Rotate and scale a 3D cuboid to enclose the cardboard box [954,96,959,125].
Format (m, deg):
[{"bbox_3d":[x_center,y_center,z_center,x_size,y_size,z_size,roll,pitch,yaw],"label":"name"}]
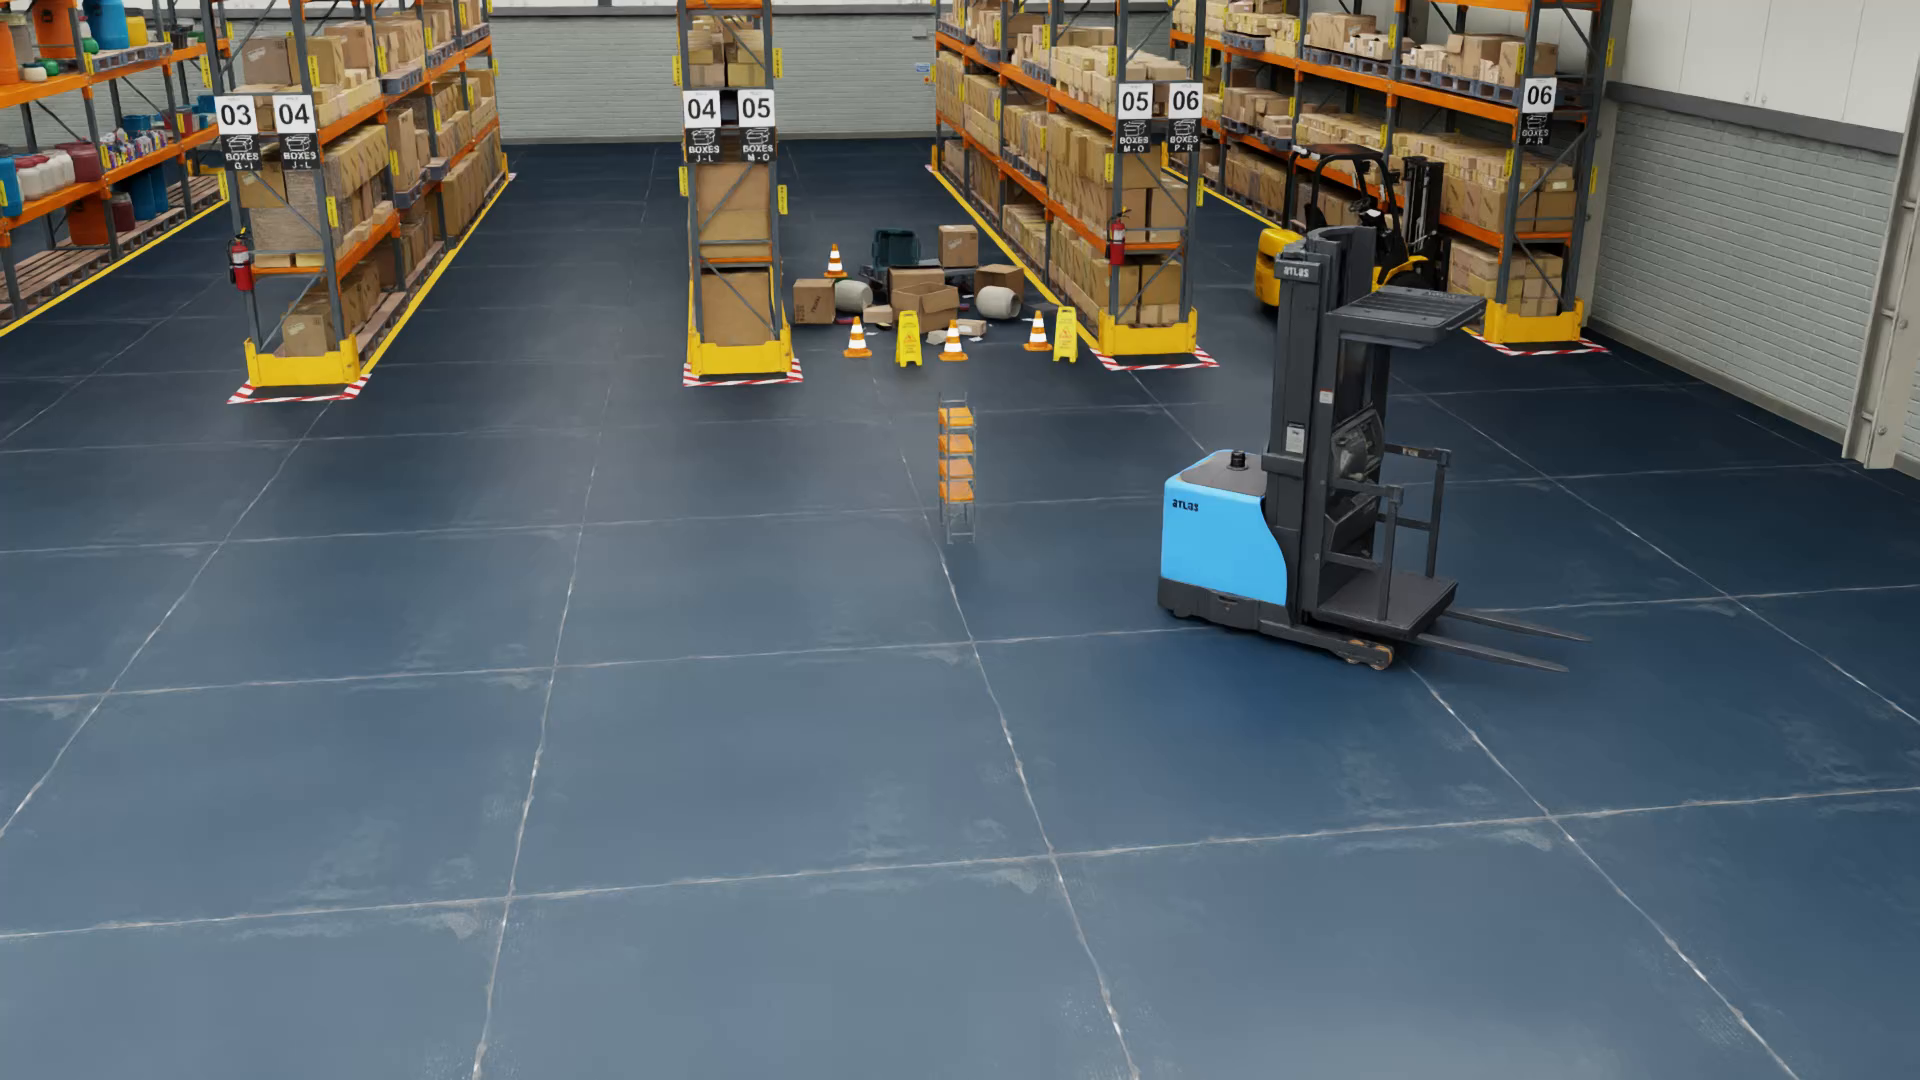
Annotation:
[{"bbox_3d":[0.178,-8.232,31.827,0.500,0.500,0.500,-3,21,-9],"label":"cardboard box"}]

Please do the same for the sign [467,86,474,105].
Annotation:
[{"bbox_3d":[-8.694,-7.896,29.528,0.100,0.325,0.005,-3,21,-8],"label":"sign"}]

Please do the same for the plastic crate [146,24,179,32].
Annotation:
[{"bbox_3d":[-14.759,-9.328,30.707,0.504,0.338,0.767,-3,21,-8],"label":"plastic crate"}]

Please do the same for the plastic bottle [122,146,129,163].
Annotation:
[{"bbox_3d":[-13.420,-6.193,26.693,0.097,0.271,0.097,0,20,0],"label":"plastic bottle"}]

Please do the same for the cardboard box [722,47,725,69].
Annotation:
[{"bbox_3d":[-3.414,-6.620,22.838,0.500,0.250,0.500,-3,21,-7],"label":"cardboard box"}]

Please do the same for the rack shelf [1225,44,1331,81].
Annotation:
[{"bbox_3d":[5.777,-8.487,29.394,1.077,0.370,4.000,-3,21,-8],"label":"rack shelf"}]

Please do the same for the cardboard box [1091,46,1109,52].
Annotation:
[{"bbox_3d":[1.992,-6.652,22.672,0.380,0.149,0.250,-2,21,-7],"label":"cardboard box"}]

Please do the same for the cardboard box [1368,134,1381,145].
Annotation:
[{"bbox_3d":[6.334,-5.975,24.857,0.380,0.149,0.250,-3,21,-8],"label":"cardboard box"}]

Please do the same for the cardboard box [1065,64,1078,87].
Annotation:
[{"bbox_3d":[1.666,-6.046,21.618,0.500,0.250,0.500,-3,21,-7],"label":"cardboard box"}]

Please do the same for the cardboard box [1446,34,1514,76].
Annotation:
[{"bbox_3d":[6.818,-6.359,21.777,0.797,0.503,0.637,-2,21,-6],"label":"cardboard box"}]

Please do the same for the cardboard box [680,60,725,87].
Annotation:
[{"bbox_3d":[-2.924,-5.294,18.861,0.500,0.250,0.500,-3,21,-7],"label":"cardboard box"}]

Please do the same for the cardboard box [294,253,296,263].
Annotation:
[{"bbox_3d":[-7.781,-3.262,19.023,0.380,0.149,0.250,-3,21,-8],"label":"cardboard box"}]

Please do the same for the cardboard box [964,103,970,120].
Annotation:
[{"bbox_3d":[0.361,-7.857,30.466,0.500,0.250,0.500,-4,21,-9],"label":"cardboard box"}]

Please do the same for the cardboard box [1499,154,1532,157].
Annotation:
[{"bbox_3d":[7.241,-4.933,21.642,0.380,0.149,0.250,-2,21,-6],"label":"cardboard box"}]

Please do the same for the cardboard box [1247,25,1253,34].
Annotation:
[{"bbox_3d":[5.315,-9.077,29.561,0.380,0.149,0.250,-2,21,-6],"label":"cardboard box"}]

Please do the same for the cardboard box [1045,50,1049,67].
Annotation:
[{"bbox_3d":[1.503,-6.816,23.507,0.500,0.250,0.500,-3,21,-9],"label":"cardboard box"}]

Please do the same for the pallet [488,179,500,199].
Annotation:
[{"bbox_3d":[-9.441,-6.744,31.972,1.003,0.211,1.213,-3,21,-8],"label":"pallet"}]

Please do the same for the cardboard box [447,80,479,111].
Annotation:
[{"bbox_3d":[-9.109,-8.130,30.414,0.500,0.500,0.500,-3,21,-8],"label":"cardboard box"}]

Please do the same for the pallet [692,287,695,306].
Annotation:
[{"bbox_3d":[-3.121,-3.232,22.567,1.003,0.211,1.213,-3,21,-8],"label":"pallet"}]

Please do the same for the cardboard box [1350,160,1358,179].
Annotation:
[{"bbox_3d":[6.232,-5.606,25.154,0.500,0.250,0.500,-3,21,-8],"label":"cardboard box"}]

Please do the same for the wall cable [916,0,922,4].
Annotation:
[{"bbox_3d":[-1.098,-14.010,38.866,0.463,3.000,0.029,-3,21,-8],"label":"wall cable"}]

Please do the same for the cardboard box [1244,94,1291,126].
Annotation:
[{"bbox_3d":[5.524,-7.725,29.869,0.700,0.500,0.500,-3,21,-8],"label":"cardboard box"}]

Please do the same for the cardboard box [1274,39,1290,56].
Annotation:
[{"bbox_3d":[5.677,-8.401,28.349,0.500,0.250,0.500,-3,21,-8],"label":"cardboard box"}]

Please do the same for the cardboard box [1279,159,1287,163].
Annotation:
[{"bbox_3d":[6.055,-6.882,30.401,0.380,0.149,0.250,-3,21,-7],"label":"cardboard box"}]

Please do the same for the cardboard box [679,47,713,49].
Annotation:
[{"bbox_3d":[-2.996,-5.511,18.873,0.380,0.149,0.250,-3,21,-7],"label":"cardboard box"}]

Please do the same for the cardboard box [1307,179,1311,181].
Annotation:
[{"bbox_3d":[6.230,-6.083,29.189,0.500,0.500,0.500,-3,21,-8],"label":"cardboard box"}]

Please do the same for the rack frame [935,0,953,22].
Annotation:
[{"bbox_3d":[0.000,-12.055,33.631,1.000,3.000,0.127,-3,21,-8],"label":"rack frame"}]

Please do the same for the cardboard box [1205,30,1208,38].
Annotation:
[{"bbox_3d":[4.999,-9.953,32.650,0.380,0.149,0.250,-3,21,-7],"label":"cardboard box"}]

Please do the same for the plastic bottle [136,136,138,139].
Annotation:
[{"bbox_3d":[-13.749,-6.616,27.826,0.097,0.271,0.097,0,20,0],"label":"plastic bottle"}]

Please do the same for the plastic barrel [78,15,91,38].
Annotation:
[{"bbox_3d":[-13.959,-7.997,26.259,0.433,0.535,0.433,0,20,0],"label":"plastic barrel"}]

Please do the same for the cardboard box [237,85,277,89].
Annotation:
[{"bbox_3d":[-7.978,-5.078,18.883,0.380,0.149,0.250,-3,21,-7],"label":"cardboard box"}]

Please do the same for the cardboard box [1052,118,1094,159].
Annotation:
[{"bbox_3d":[1.631,-5.403,22.399,0.700,0.500,0.500,-3,21,-7],"label":"cardboard box"}]

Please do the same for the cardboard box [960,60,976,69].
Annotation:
[{"bbox_3d":[0.206,-9.040,31.633,0.380,0.149,0.250,-3,21,-8],"label":"cardboard box"}]

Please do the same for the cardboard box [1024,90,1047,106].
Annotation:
[{"bbox_3d":[1.324,-7.173,27.563,0.500,0.500,0.500,-4,21,-10],"label":"cardboard box"}]

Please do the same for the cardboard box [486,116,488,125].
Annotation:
[{"bbox_3d":[-9.209,-7.991,31.684,0.380,0.149,0.250,-3,21,-7],"label":"cardboard box"}]

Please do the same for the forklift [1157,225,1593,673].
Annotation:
[{"bbox_3d":[3.017,-0.666,11.811,3.031,2.935,1.130,13,24,31],"label":"forklift"}]

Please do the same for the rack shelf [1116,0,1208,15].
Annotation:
[{"bbox_3d":[2.018,-6.869,20.780,1.077,0.370,4.000,-3,21,-8],"label":"rack shelf"}]

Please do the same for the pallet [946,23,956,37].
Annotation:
[{"bbox_3d":[0.297,-9.929,32.352,1.003,0.211,1.213,-3,21,-8],"label":"pallet"}]

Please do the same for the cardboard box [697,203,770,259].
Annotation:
[{"bbox_3d":[-2.675,-3.617,19.398,0.875,0.550,0.550,-3,21,-8],"label":"cardboard box"}]

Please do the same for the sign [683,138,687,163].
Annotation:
[{"bbox_3d":[-3.689,-5.280,22.524,0.100,0.325,0.005,-3,21,-8],"label":"sign"}]

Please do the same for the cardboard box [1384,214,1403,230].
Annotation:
[{"bbox_3d":[6.401,-4.535,23.973,0.500,0.250,0.500,-3,21,-9],"label":"cardboard box"}]

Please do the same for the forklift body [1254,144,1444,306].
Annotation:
[{"bbox_3d":[5.139,-4.124,22.183,2.313,2.155,1.214,-3,21,-8],"label":"forklift body"}]

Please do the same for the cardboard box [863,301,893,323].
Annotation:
[{"bbox_3d":[-1.083,-3.022,21.928,0.396,0.266,0.258,1,20,2],"label":"cardboard box"}]

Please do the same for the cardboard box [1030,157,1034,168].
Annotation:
[{"bbox_3d":[1.249,-5.601,24.684,0.380,0.149,0.250,-3,21,-7],"label":"cardboard box"}]

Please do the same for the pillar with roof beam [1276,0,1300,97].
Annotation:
[{"bbox_3d":[2.020,-10.991,30.783,9.100,9.000,0.400,-3,21,-8],"label":"pillar with roof beam"}]

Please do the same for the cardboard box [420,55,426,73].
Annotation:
[{"bbox_3d":[-8.342,-7.158,25.021,0.500,0.250,0.500,-3,21,-8],"label":"cardboard box"}]

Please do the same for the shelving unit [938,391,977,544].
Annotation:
[{"bbox_3d":[-0.024,-0.619,14.160,0.258,1.200,0.503,-3,21,-8],"label":"shelving unit"}]

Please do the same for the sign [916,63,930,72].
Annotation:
[{"bbox_3d":[-0.892,-11.341,39.908,0.327,0.218,0.001,-3,21,-8],"label":"sign"}]

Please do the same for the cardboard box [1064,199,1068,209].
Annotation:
[{"bbox_3d":[1.616,-4.584,22.562,0.380,0.149,0.250,-2,21,-6],"label":"cardboard box"}]

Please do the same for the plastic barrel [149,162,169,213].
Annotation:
[{"bbox_3d":[-14.069,-6.135,28.753,0.600,0.901,0.708,-3,21,-8],"label":"plastic barrel"}]

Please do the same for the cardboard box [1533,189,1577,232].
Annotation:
[{"bbox_3d":[7.421,-4.189,21.002,0.500,0.500,0.500,-2,21,-6],"label":"cardboard box"}]

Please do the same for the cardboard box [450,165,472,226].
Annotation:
[{"bbox_3d":[-8.853,-5.725,27.695,1.225,0.875,0.875,-3,21,-8],"label":"cardboard box"}]

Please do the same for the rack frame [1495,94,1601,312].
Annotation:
[{"bbox_3d":[7.218,-3.957,20.523,1.000,3.000,0.127,-3,21,-8],"label":"rack frame"}]

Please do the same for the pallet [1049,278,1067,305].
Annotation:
[{"bbox_3d":[1.862,-3.553,23.427,1.003,0.211,1.213,-3,21,-8],"label":"pallet"}]

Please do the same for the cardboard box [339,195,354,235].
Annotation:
[{"bbox_3d":[-7.772,-3.926,19.871,0.875,0.500,0.500,-3,21,-8],"label":"cardboard box"}]

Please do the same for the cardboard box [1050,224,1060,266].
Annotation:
[{"bbox_3d":[1.548,-4.132,23.250,0.500,0.500,0.500,-2,21,-5],"label":"cardboard box"}]

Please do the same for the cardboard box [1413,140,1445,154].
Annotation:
[{"bbox_3d":[6.502,-5.438,22.994,0.380,0.149,0.250,-2,21,-7],"label":"cardboard box"}]
